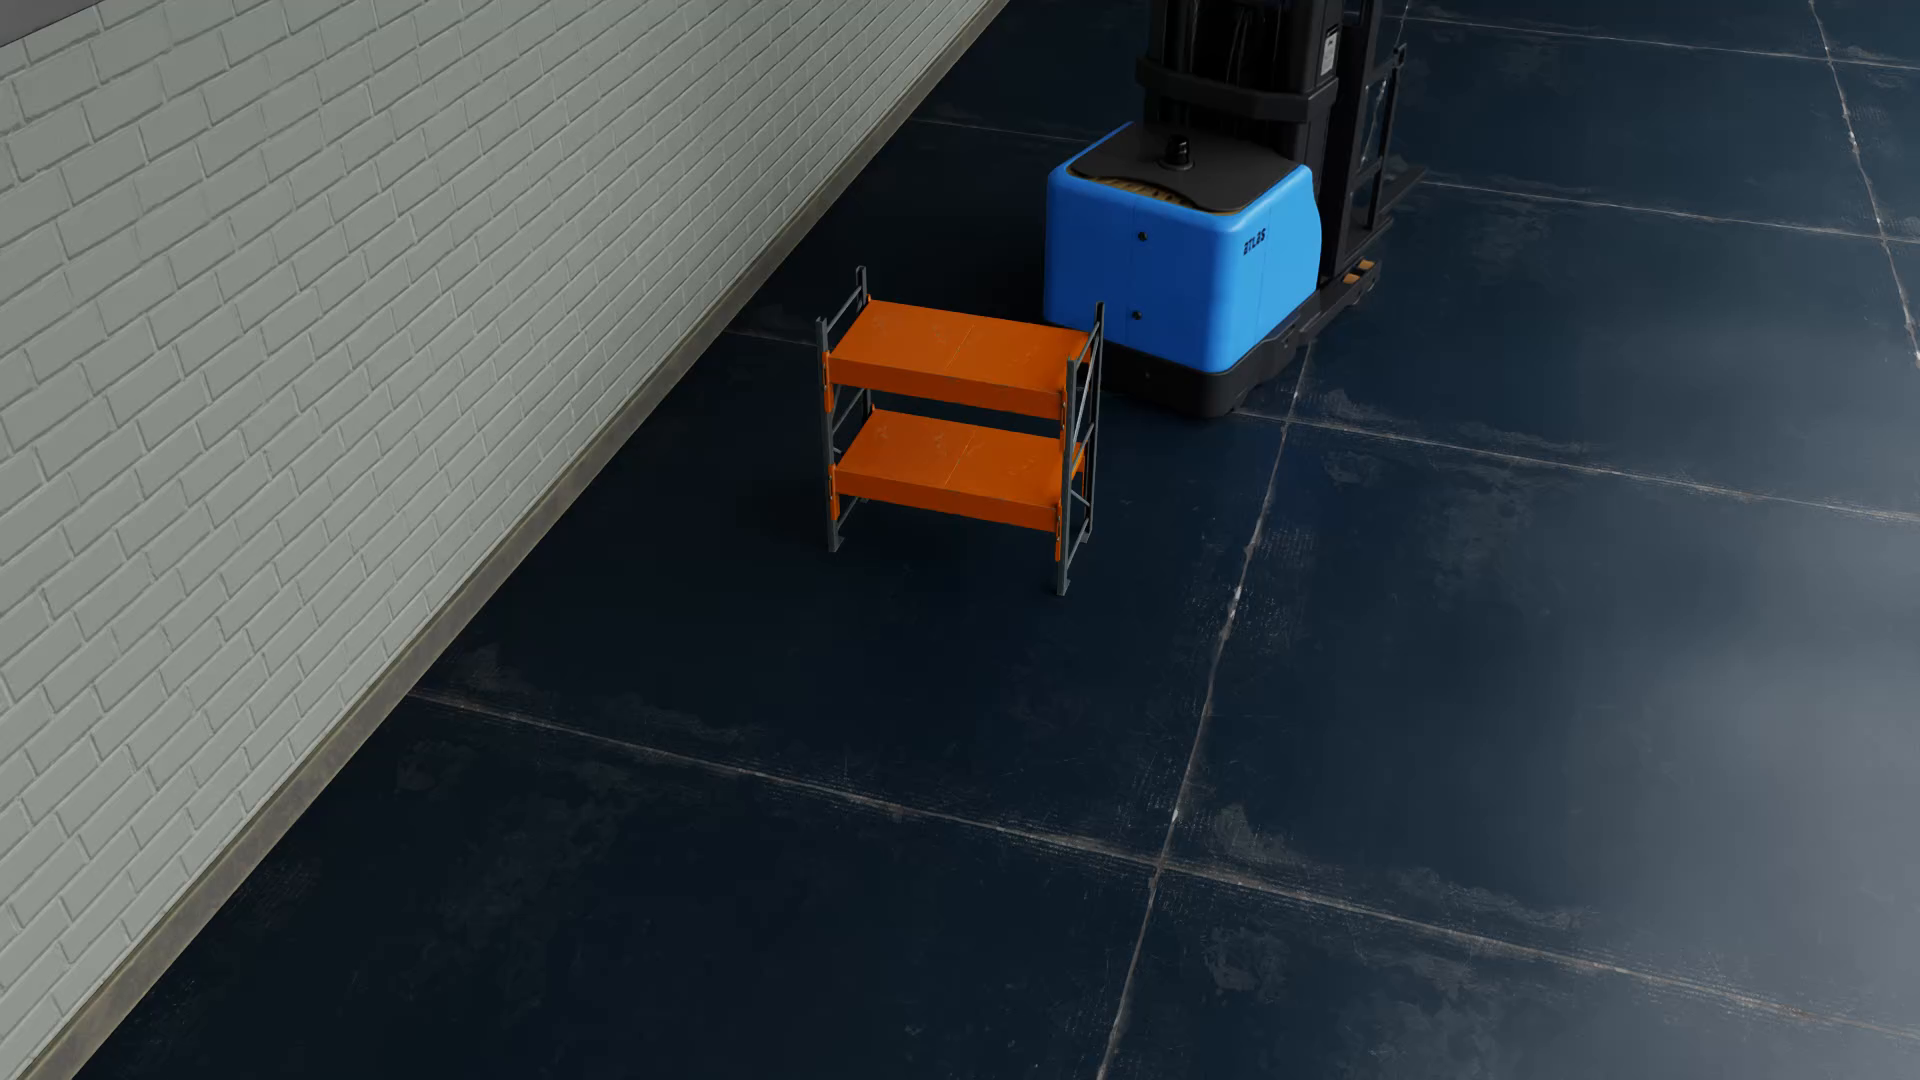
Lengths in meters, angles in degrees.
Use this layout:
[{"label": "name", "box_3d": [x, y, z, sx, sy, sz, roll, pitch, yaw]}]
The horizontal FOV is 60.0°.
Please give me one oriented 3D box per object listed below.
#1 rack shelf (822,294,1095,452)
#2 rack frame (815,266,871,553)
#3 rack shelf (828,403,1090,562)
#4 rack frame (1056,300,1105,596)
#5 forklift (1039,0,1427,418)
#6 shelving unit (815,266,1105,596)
[{"label": "rack shelf", "box_3d": [0.006, -0.688, 6.741, 1.000, 0.278, 0.538, 10, 38, 14]}, {"label": "rack frame", "box_3d": [-0.479, -0.542, 7.037, 0.032, 1.125, 0.500, 10, 38, 14]}, {"label": "rack shelf", "box_3d": [0.006, -0.255, 7.060, 1.000, 0.278, 0.538, 10, 38, 14]}, {"label": "rack frame", "box_3d": [0.492, -0.362, 6.793, 0.032, 1.125, 0.500, 10, 38, 14]}, {"label": "forklift", "box_3d": [1.646, -2.594, 8.301, 1.130, 2.935, 3.031, 22, 42, 27]}, {"label": "shelving unit", "box_3d": [0.006, -0.452, 6.915, 1.048, 1.125, 0.538, 10, 38, 14]}]
